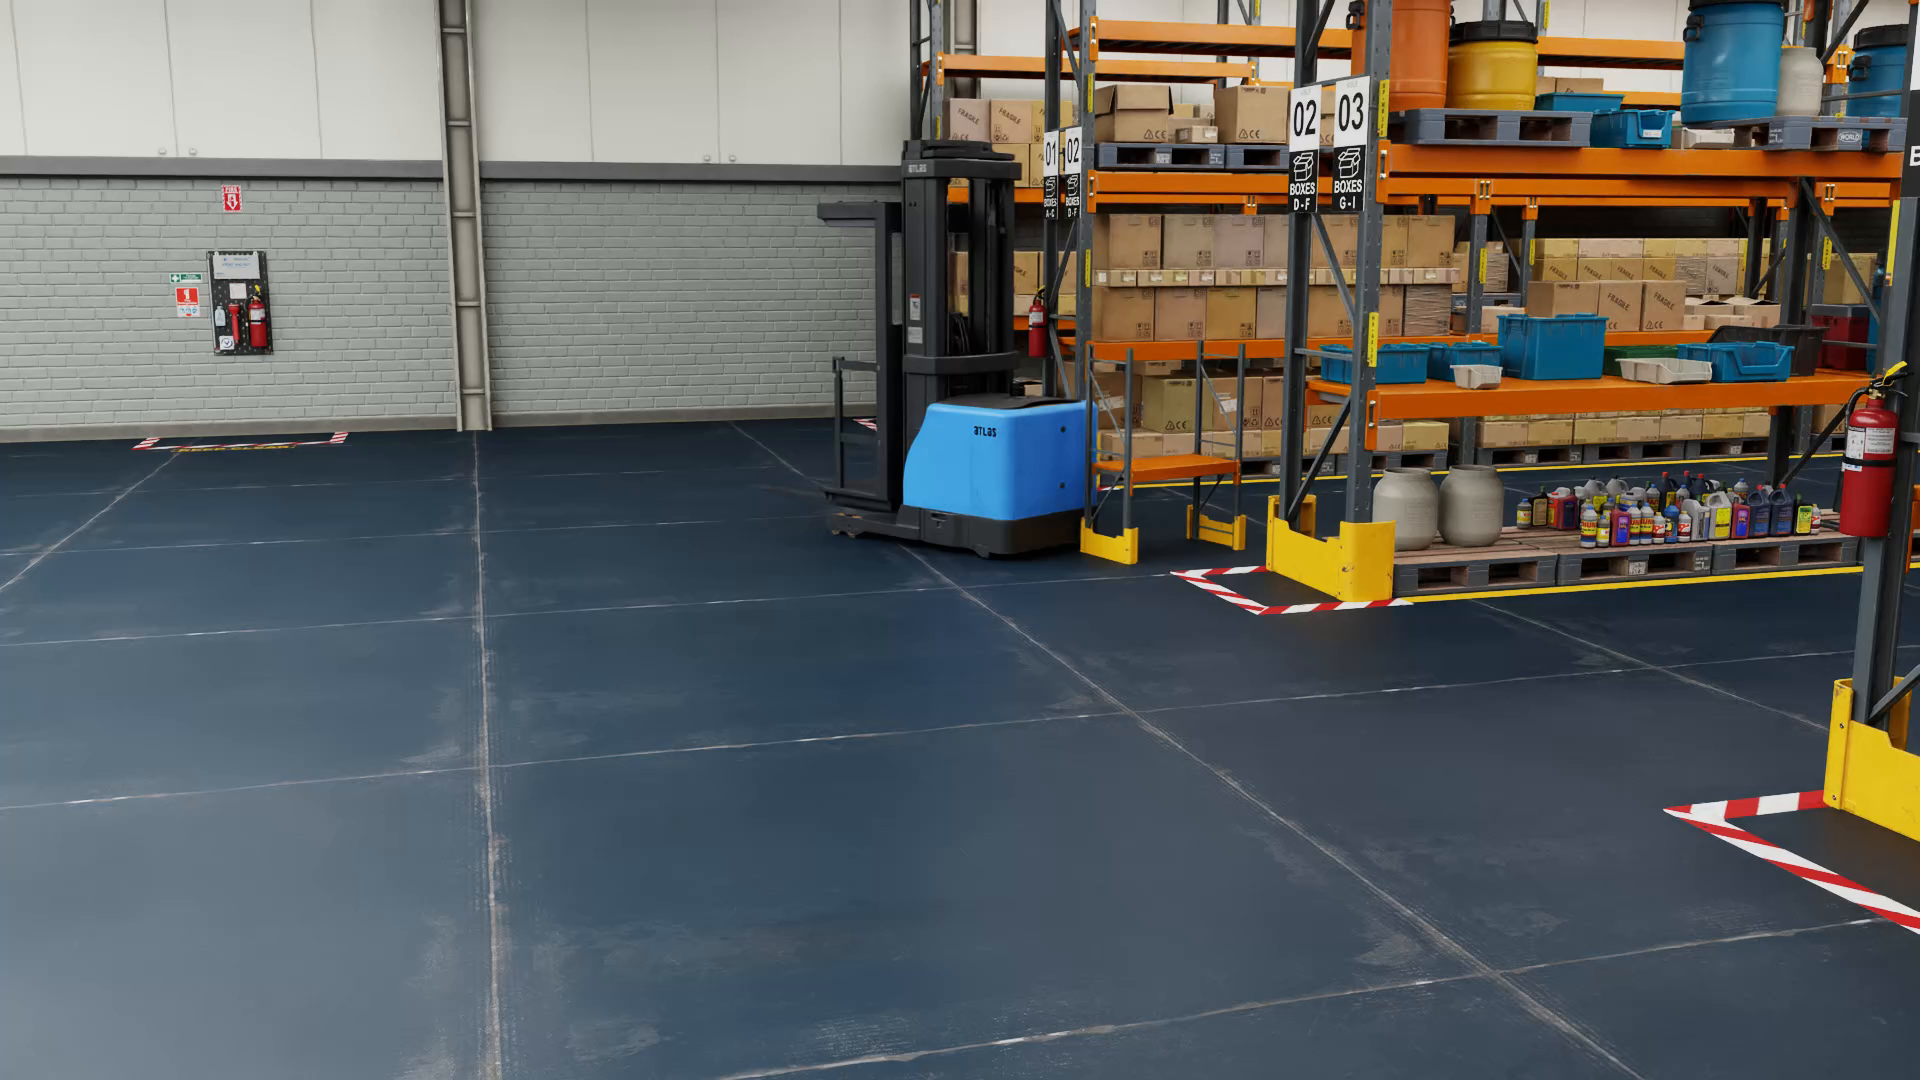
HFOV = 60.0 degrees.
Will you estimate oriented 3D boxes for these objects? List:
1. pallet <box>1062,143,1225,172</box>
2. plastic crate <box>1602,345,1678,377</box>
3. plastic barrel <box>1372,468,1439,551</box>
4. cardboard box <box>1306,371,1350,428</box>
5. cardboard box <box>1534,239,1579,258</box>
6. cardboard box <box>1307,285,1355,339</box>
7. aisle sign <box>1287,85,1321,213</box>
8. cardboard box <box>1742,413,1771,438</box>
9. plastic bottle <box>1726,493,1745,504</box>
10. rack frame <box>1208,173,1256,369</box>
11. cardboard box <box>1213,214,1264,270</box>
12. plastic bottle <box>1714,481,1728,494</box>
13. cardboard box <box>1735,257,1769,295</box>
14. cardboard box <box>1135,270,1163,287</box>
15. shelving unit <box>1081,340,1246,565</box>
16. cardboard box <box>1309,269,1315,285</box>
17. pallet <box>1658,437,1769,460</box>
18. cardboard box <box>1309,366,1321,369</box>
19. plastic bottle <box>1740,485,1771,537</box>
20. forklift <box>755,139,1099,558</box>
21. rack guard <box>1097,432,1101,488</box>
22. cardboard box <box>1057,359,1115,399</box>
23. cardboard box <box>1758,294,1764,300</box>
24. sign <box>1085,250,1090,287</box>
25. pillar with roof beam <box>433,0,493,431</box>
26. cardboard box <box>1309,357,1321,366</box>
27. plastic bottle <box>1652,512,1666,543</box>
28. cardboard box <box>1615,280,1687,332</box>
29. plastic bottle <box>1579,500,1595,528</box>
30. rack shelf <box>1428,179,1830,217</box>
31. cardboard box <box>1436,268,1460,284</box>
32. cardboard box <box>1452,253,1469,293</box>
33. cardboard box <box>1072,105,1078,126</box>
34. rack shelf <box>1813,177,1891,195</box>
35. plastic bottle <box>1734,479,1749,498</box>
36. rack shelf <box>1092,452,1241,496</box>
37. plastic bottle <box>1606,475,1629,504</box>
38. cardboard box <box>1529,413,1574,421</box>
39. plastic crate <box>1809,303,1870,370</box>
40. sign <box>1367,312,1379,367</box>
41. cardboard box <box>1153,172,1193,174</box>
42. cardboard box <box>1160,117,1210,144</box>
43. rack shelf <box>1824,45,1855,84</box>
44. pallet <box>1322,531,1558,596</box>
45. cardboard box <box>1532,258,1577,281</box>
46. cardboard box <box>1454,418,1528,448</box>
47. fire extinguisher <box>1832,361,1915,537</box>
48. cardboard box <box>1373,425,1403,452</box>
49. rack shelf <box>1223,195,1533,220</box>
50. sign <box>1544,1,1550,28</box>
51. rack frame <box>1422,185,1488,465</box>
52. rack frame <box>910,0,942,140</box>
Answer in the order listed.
[{"bbox_3d":[1.670,-3.504,15.255,1.213,0.211,1.003,-3,11,-16],"label":"pallet"},{"bbox_3d":[4.823,-1.258,11.682,0.662,0.188,0.450,-3,11,-16],"label":"plastic crate"},{"bbox_3d":[2.975,-0.209,11.110,0.421,0.512,0.421,0,10,0],"label":"plastic barrel"},{"bbox_3d":[3.478,-1.356,15.990,0.500,0.500,0.500,-3,11,-16],"label":"cardboard box"},{"bbox_3d":[7.812,-3.861,22.008,0.500,0.250,0.500,-3,11,-15],"label":"cardboard box"},{"bbox_3d":[3.413,-2.217,16.026,0.500,0.500,0.700,-3,11,-15],"label":"cardboard box"},{"bbox_3d":[2.213,-2.506,10.696,0.004,0.787,0.394,-3,11,-16],"label":"aisle sign"},{"bbox_3d":[8.228,-1.231,17.384,0.500,0.250,0.500,-3,11,-15],"label":"cardboard box"},{"bbox_3d":[5.418,-0.191,11.608,0.135,0.276,0.152,-3,11,-16],"label":"plastic bottle"},{"bbox_3d":[3.436,-3.104,21.125,0.127,3.000,1.000,-3,11,-16],"label":"rack frame"},{"bbox_3d":[2.474,-2.806,15.642,0.500,0.500,0.700,-3,11,-16],"label":"cardboard box"},{"bbox_3d":[5.504,-0.283,12.087,0.133,0.283,0.061,-3,11,-16],"label":"plastic bottle"},{"bbox_3d":[10.745,-3.647,22.921,0.500,0.500,0.500,-3,11,-17],"label":"cardboard box"},{"bbox_3d":[1.674,-2.405,15.260,0.250,0.149,0.380,-3,11,-17],"label":"cardboard box"},{"bbox_3d":[1.481,-0.662,11.999,1.083,1.500,0.587,-7,12,-32],"label":"shelving unit"},{"bbox_3d":[3.149,-2.483,15.680,0.250,0.149,0.380,-3,11,-14],"label":"cardboard box"},{"bbox_3d":[7.864,-1.040,17.611,1.213,0.211,1.003,-3,11,-16],"label":"pallet"},{"bbox_3d":[3.814,-1.471,16.614,0.500,0.500,0.500,-3,11,-16],"label":"cardboard box"},{"bbox_3d":[5.483,-0.203,11.468,0.185,0.351,0.144,-4,11,-19],"label":"plastic bottle"},{"bbox_3d":[-0.384,-1.521,12.713,3.031,2.935,1.130,10,14,43],"label":"forklift"},{"bbox_3d":[0.961,-0.810,15.568,0.348,0.500,1.175,-3,11,-16],"label":"rack guard"},{"bbox_3d":[1.551,-1.966,20.628,0.500,0.500,0.700,-4,11,-20],"label":"cardboard box"},{"bbox_3d":[10.872,-3.329,22.984,0.250,0.149,0.380,-3,11,-15],"label":"cardboard box"},{"bbox_3d":[1.133,-2.409,14.737,0.005,0.325,0.100,-3,11,-16],"label":"sign"},{"bbox_3d":[-4.532,-4.986,14.777,0.400,9.000,9.100,-3,11,-16],"label":"pillar with roof beam"},{"bbox_3d":[4.620,-2.166,21.719,0.500,0.500,0.700,-3,11,-17],"label":"cardboard box"},{"bbox_3d":[4.713,-0.085,11.237,0.097,0.201,0.097,0,10,0],"label":"plastic bottle"},{"bbox_3d":[7.059,-2.407,17.062,0.500,0.500,0.500,-4,11,-19],"label":"cardboard box"},{"bbox_3d":[4.441,-0.183,11.771,0.097,0.201,0.097,0,10,0],"label":"plastic bottle"},{"bbox_3d":[6.745,-3.466,16.791,4.000,0.370,1.077,-3,11,-16],"label":"rack shelf"},{"bbox_3d":[4.623,-2.561,16.103,0.250,0.149,0.380,-3,11,-16],"label":"cardboard box"},{"bbox_3d":[6.299,-3.514,21.858,0.500,0.500,0.700,-4,11,-21],"label":"cardboard box"},{"bbox_3d":[1.422,-5.070,20.424,0.500,0.500,0.500,-3,11,-16],"label":"cardboard box"},{"bbox_3d":[8.126,-2.605,12.113,4.000,0.370,1.077,-3,11,-16],"label":"rack shelf"},{"bbox_3d":[5.777,-0.317,12.303,0.097,0.271,0.097,0,10,0],"label":"plastic bottle"},{"bbox_3d":[1.474,-0.484,12.027,1.000,0.185,0.538,-7,12,-32],"label":"rack shelf"},{"bbox_3d":[4.725,-0.296,11.971,0.185,0.351,0.144,-3,11,-16],"label":"plastic bottle"},{"bbox_3d":[5.773,-1.376,16.619,0.500,0.311,0.500,-3,11,-17],"label":"cardboard box"},{"bbox_3d":[6.585,-1.491,12.186,0.583,0.464,0.402,-3,11,-16],"label":"plastic crate"},{"bbox_3d":[2.514,-1.220,10.124,0.005,0.325,0.100,-3,11,-16],"label":"sign"},{"bbox_3d":[2.531,-4.547,20.343,0.500,0.500,0.500,-4,11,-21],"label":"cardboard box"},{"bbox_3d":[2.016,-3.822,15.605,0.500,0.250,0.500,-3,11,-16],"label":"cardboard box"},{"bbox_3d":[10.585,-4.947,17.656,4.000,0.370,1.077,-3,11,-16],"label":"rack shelf"},{"bbox_3d":[3.206,0.139,11.206,1.213,0.211,1.003,-3,11,-16],"label":"pallet"},{"bbox_3d":[7.815,-3.492,22.078,0.500,0.500,0.500,-3,11,-14],"label":"cardboard box"},{"bbox_3d":[5.281,-1.075,16.536,0.500,0.250,0.500,-3,11,-17],"label":"cardboard box"},{"bbox_3d":[3.510,-0.355,6.404,0.183,0.674,0.296,-3,11,-16],"label":"fire extinguisher"},{"bbox_3d":[3.957,-1.013,16.197,0.500,0.250,0.500,-3,11,-16],"label":"cardboard box"},{"bbox_3d":[5.357,-4.327,21.468,4.000,0.370,1.077,-3,11,-16],"label":"rack shelf"},{"bbox_3d":[7.438,-6.662,21.080,0.005,0.325,0.100,-3,11,-16],"label":"sign"},{"bbox_3d":[4.824,-2.243,16.448,0.127,3.000,1.000,-3,11,-16],"label":"rack frame"},{"bbox_3d":[-0.404,-5.852,19.482,0.127,3.000,1.000,-3,11,-16],"label":"rack frame"}]
